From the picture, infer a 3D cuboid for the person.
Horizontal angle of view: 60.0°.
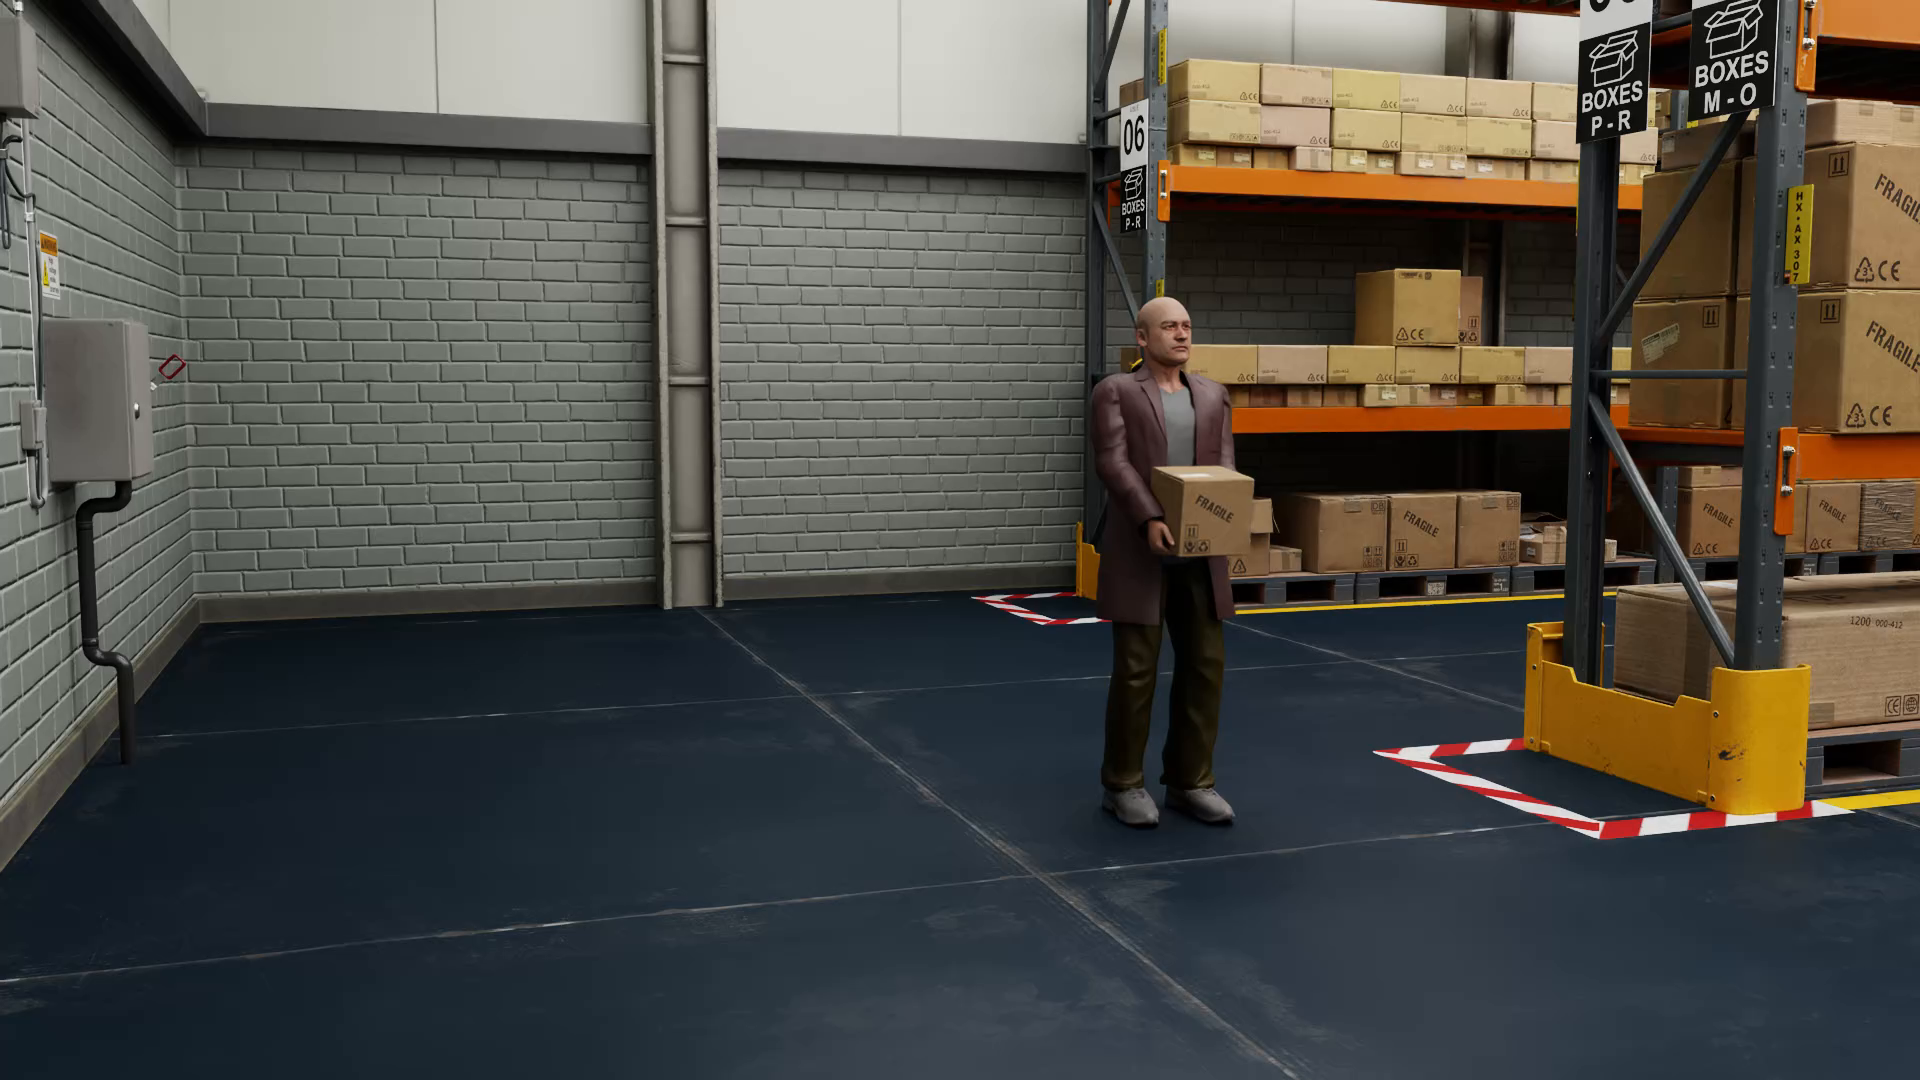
[{"bbox_3d":[0.732,0.068,5.601,0.529,1.771,0.554,-2,6,-18],"label":"person"}]
